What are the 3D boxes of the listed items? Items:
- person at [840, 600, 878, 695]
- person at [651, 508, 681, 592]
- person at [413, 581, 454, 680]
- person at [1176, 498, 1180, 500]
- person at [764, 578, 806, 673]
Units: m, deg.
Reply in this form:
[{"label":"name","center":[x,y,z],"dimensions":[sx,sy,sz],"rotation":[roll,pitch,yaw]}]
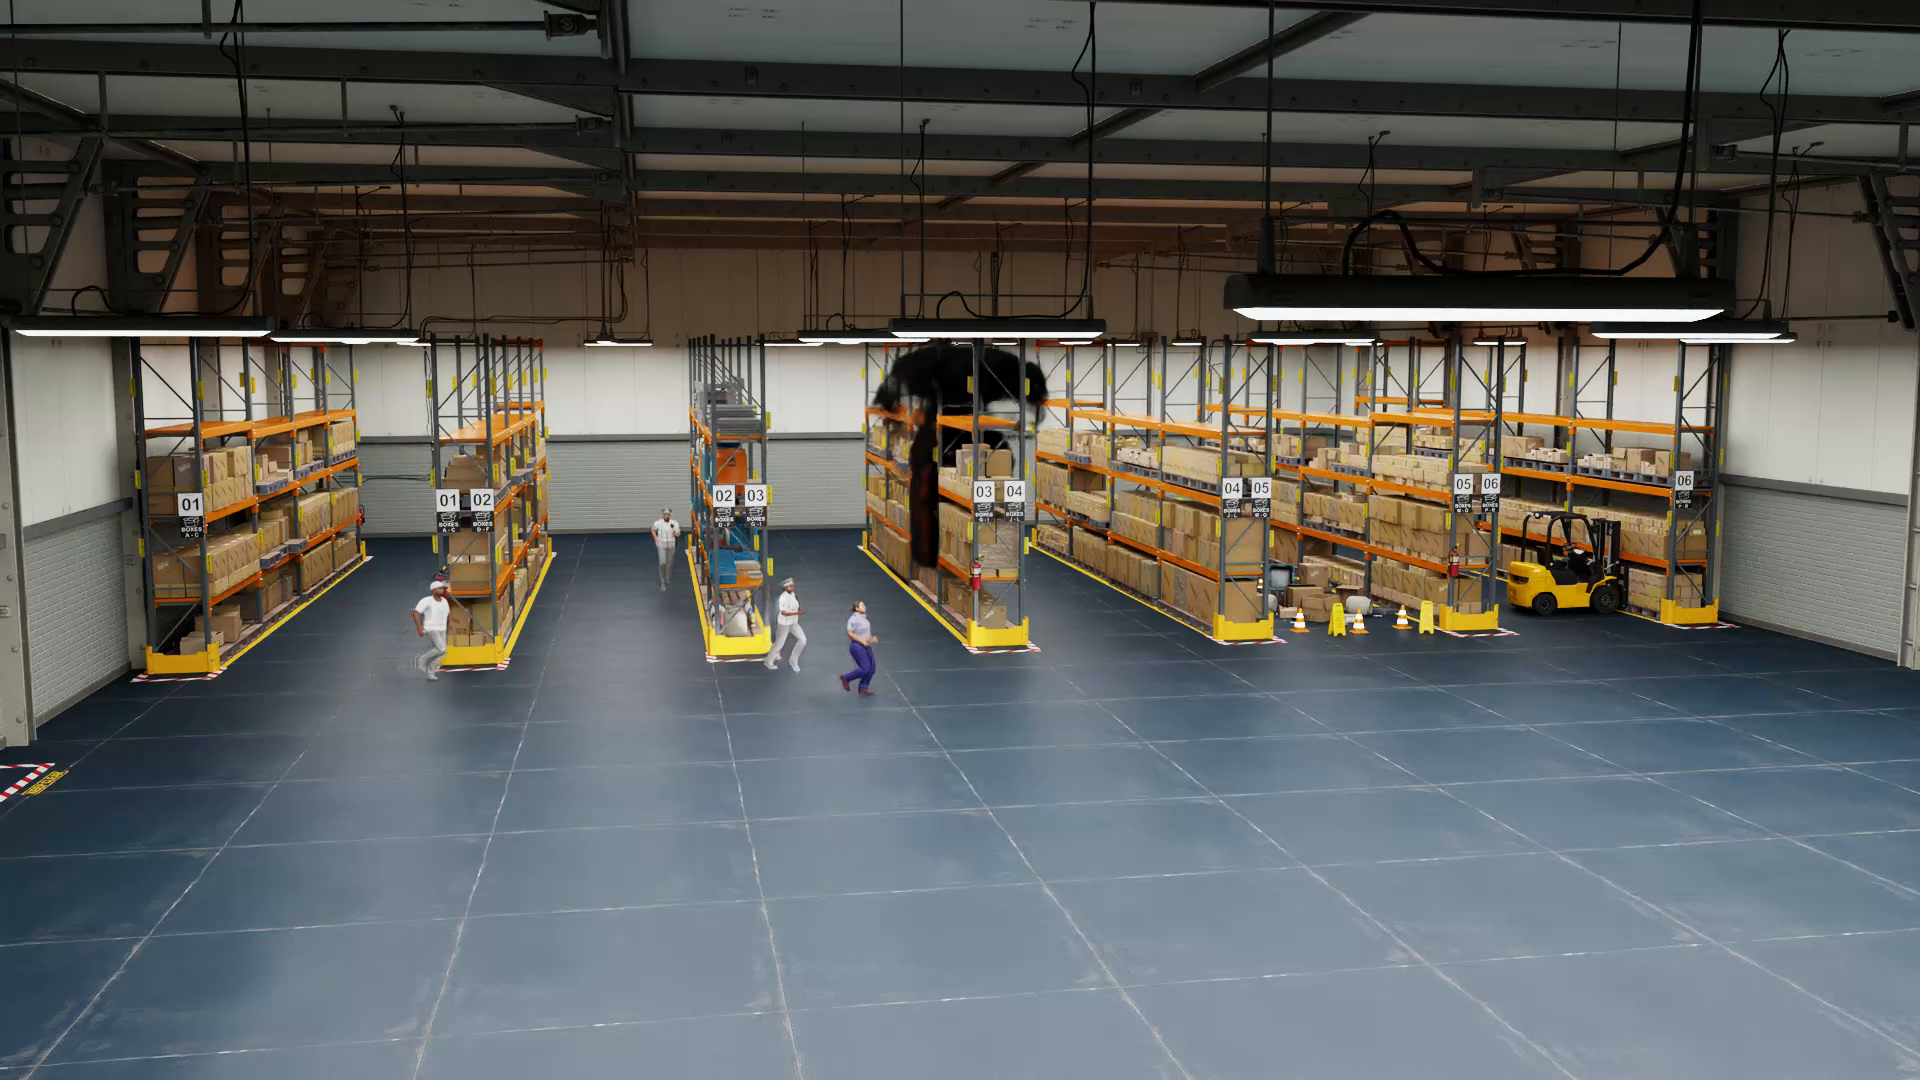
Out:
[{"label":"person","center":[-1.677,1.780,27.552],"dimensions":[0.578,1.593,0.605],"rotation":[2,7,14]},{"label":"person","center":[-6.738,0.209,38.253],"dimensions":[0.638,1.911,0.767],"rotation":[-2,7,-19]},{"label":"person","center":[-9.100,1.569,28.978],"dimensions":[0.530,1.693,0.747],"rotation":[3,7,27]},{"label":"person","center":[5.818,-0.245,44.533],"dimensions":[0.699,1.765,0.927],"rotation":[-2,7,-21]},{"label":"person","center":[-3.060,1.506,29.549],"dimensions":[0.866,1.714,0.584],"rotation":[4,8,31]}]
